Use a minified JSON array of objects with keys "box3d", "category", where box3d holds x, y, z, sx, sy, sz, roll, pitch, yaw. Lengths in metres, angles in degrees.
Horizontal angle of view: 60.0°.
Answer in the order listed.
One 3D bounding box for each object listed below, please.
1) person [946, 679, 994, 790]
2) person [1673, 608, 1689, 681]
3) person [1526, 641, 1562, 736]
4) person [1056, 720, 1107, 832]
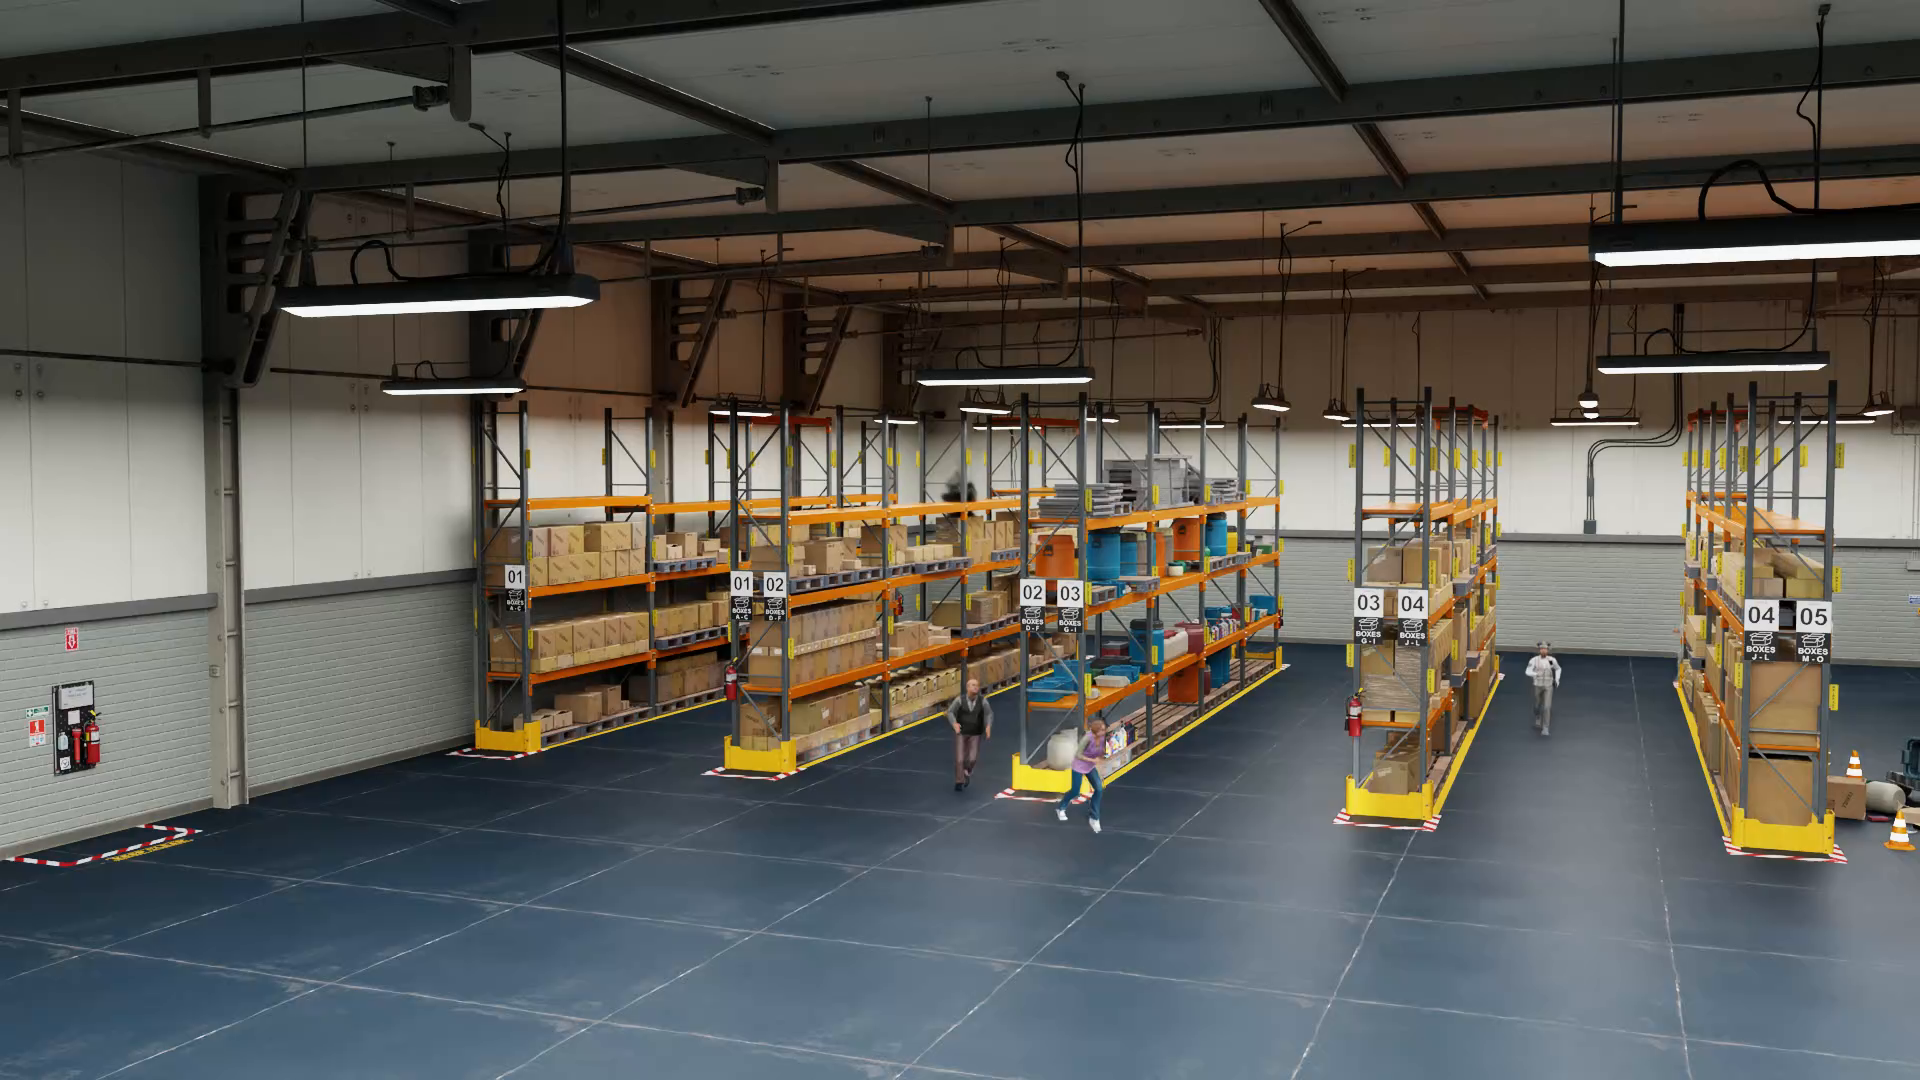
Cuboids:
[{"box3d":[0.159,2.947,25.097,0.728,1.675,0.495,0,3,-4],"category":"person"},{"box3d":[16.539,2.359,37.594,0.821,1.705,0.618,0,3,7],"category":"person"},{"box3d":[10.620,2.669,30.265,0.615,1.665,0.928,1,3,19],"category":"person"},{"box3d":[1.660,3.168,22.584,0.579,1.542,0.913,-2,4,-41],"category":"person"}]
